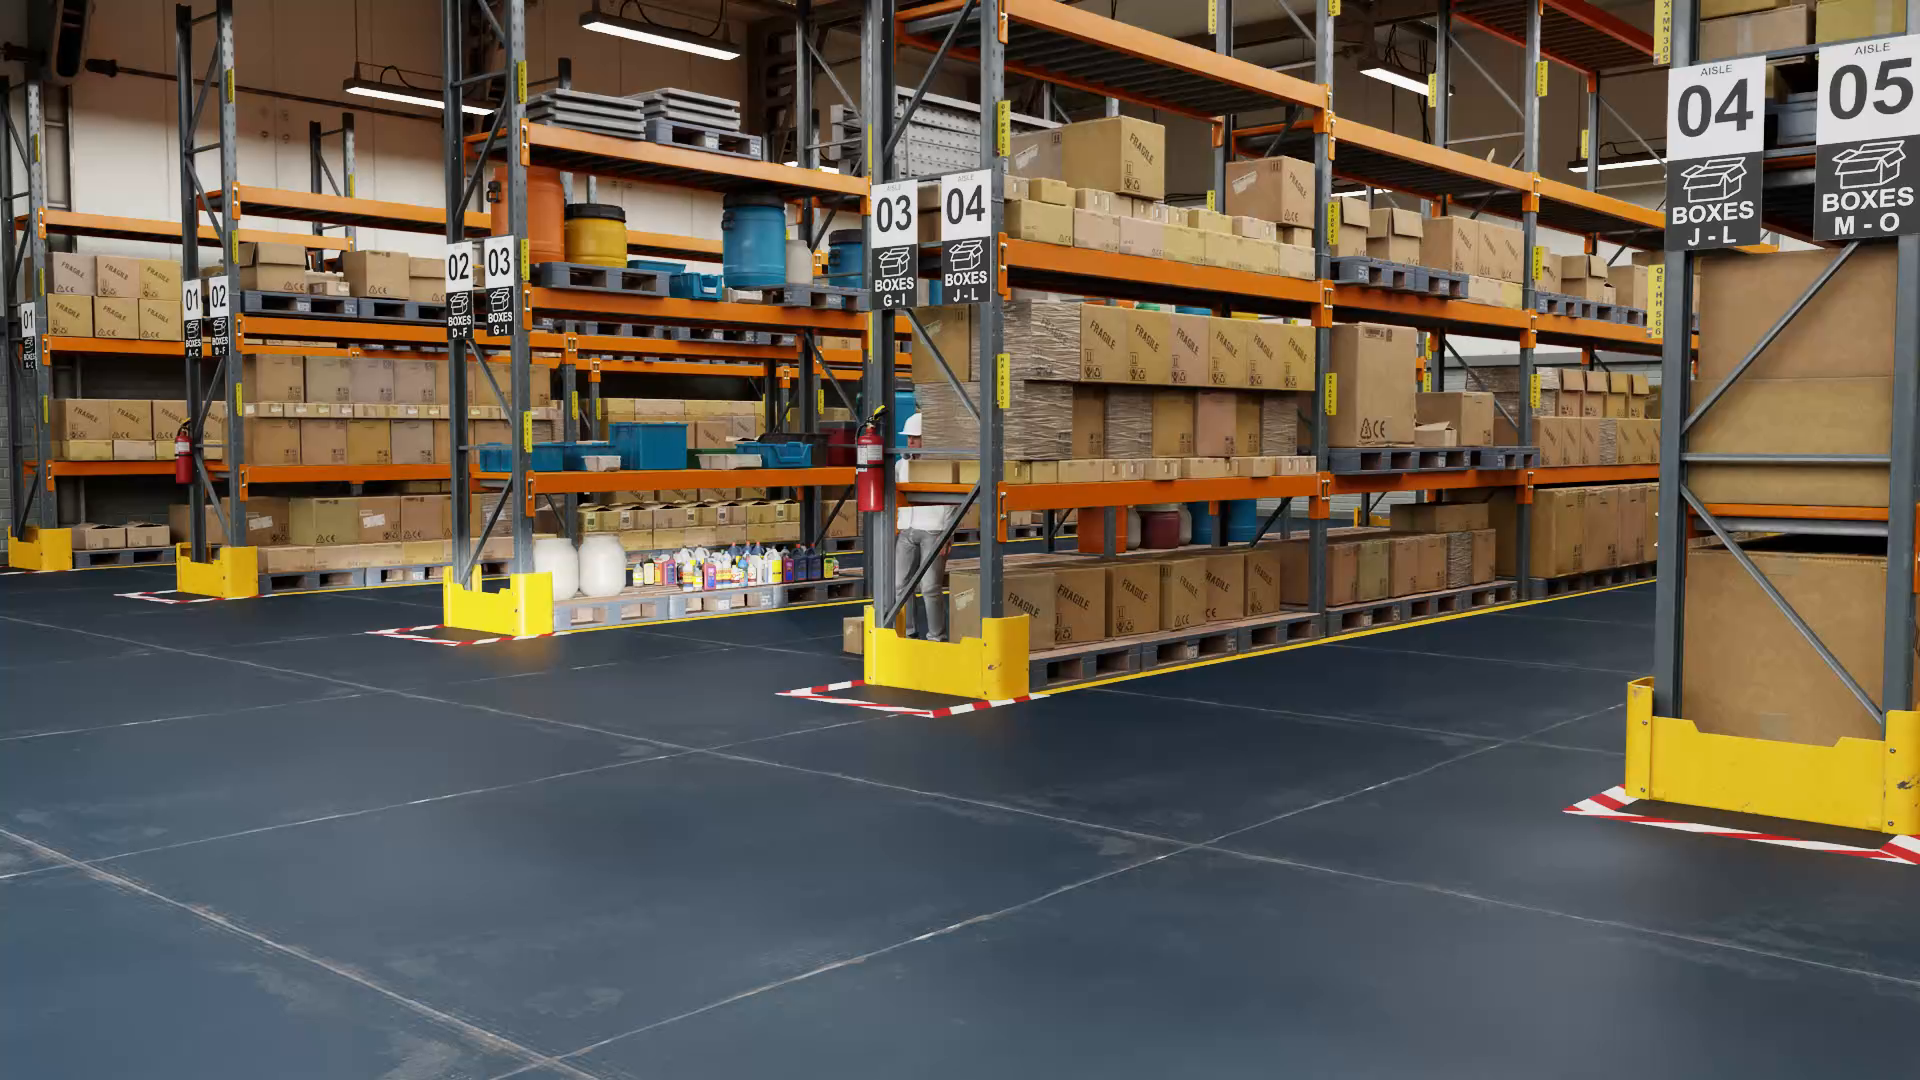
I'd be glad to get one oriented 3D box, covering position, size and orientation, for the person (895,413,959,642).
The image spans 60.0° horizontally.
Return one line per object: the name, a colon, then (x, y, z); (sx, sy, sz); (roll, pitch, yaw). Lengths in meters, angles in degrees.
person: (-0.282, -0.046, 12.271); (0.582, 1.769, 0.468); (3, 4, 36)
